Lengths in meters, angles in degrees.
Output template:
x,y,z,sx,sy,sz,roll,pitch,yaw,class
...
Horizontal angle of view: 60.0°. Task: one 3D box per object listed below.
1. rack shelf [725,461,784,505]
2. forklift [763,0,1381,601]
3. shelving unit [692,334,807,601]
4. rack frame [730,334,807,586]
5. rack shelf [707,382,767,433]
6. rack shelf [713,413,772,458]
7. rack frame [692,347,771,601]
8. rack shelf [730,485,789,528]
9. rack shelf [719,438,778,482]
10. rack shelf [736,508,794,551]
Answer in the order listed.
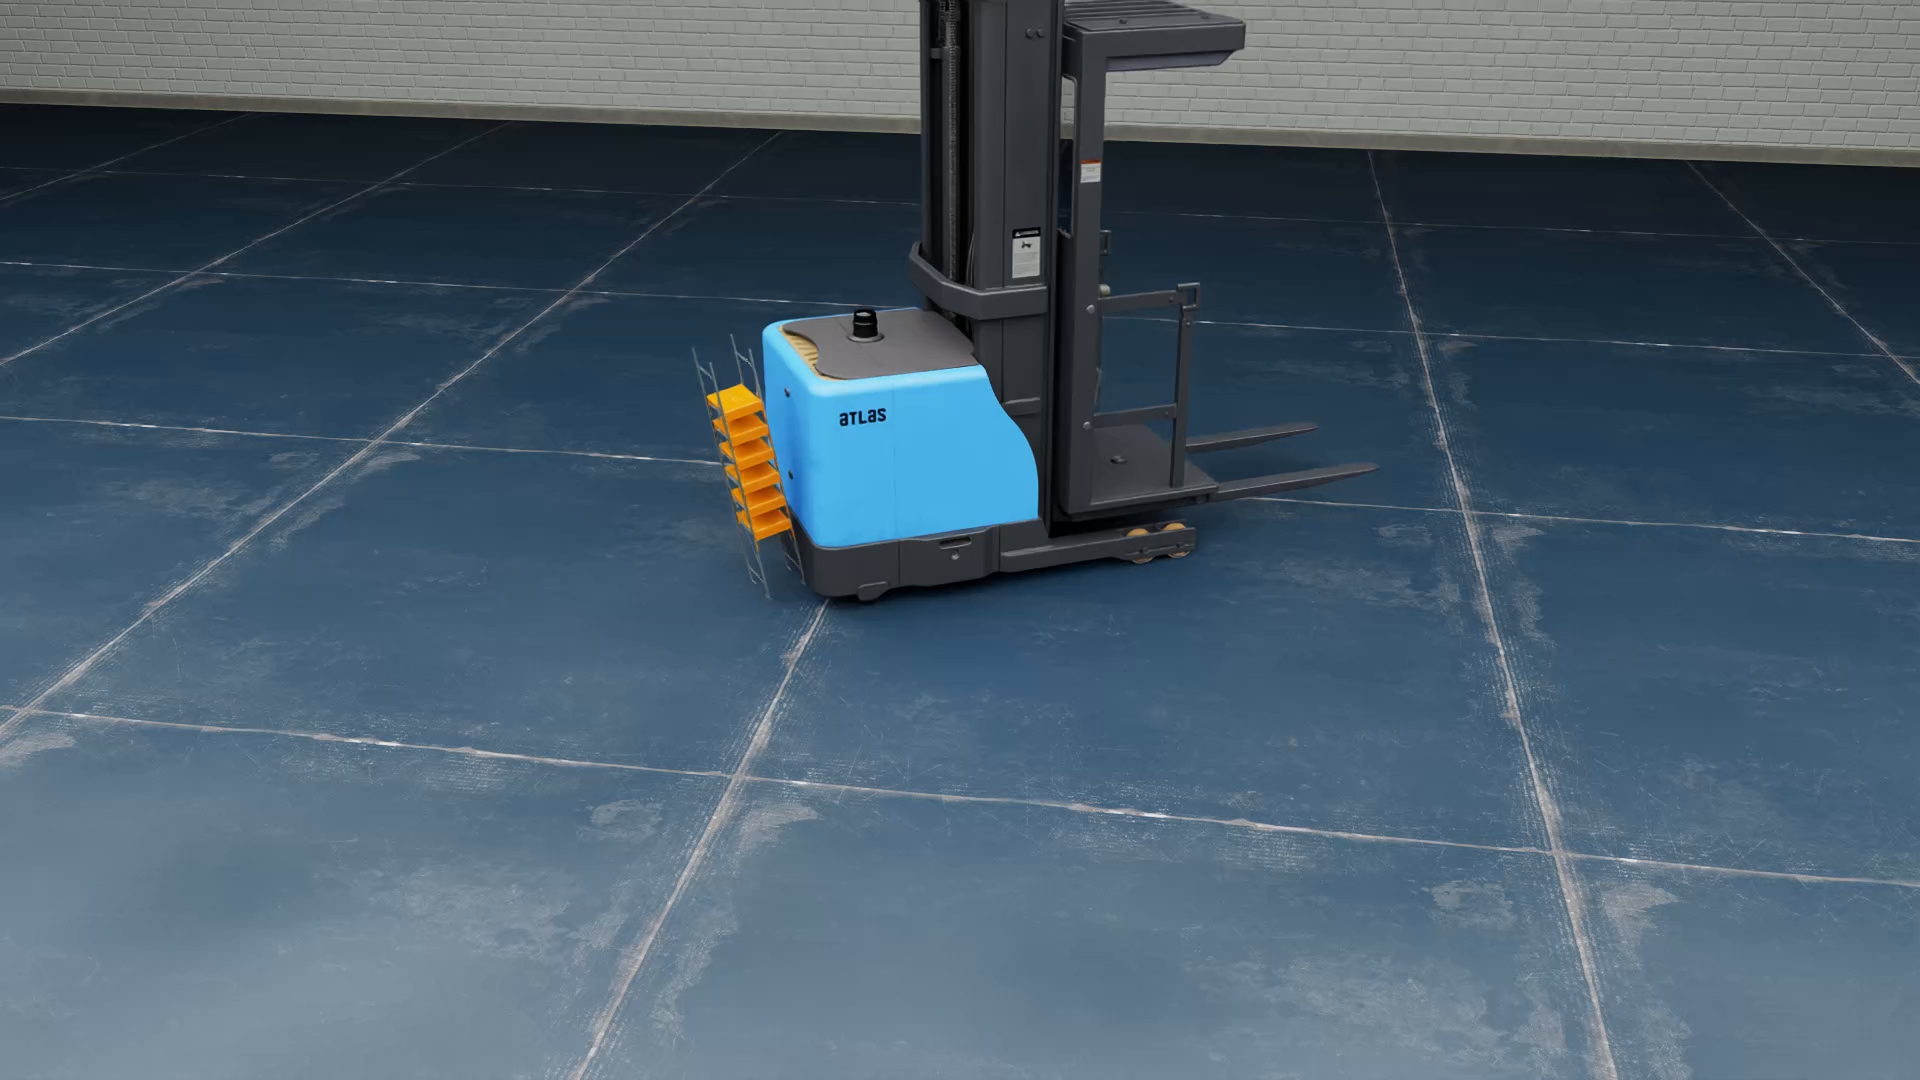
x,y,z,sx,sy,sz,roll,pitch,yaw,class
-0.934,-0.276,7.508,0.180,0.103,0.258,-22,31,-20,rack shelf
0.619,-1.415,7.816,3.031,2.935,1.130,-9,26,-18,forklift
-0.941,-0.314,7.486,0.189,1.200,0.258,-22,31,-20,shelving unit
-0.861,-0.346,7.517,0.006,1.200,0.240,-22,31,-20,rack frame
-0.990,-0.585,7.331,0.180,0.103,0.258,-22,31,-20,rack shelf
-0.971,-0.482,7.390,0.180,0.103,0.258,-22,31,-20,rack shelf
-1.021,-0.282,7.455,0.006,1.200,0.240,-22,31,-20,rack frame
-0.916,-0.173,7.567,0.180,0.103,0.258,-22,31,-20,rack shelf
-0.953,-0.379,7.449,0.180,0.103,0.258,-22,31,-20,rack shelf
-0.898,-0.070,7.625,0.180,0.103,0.258,-22,31,-20,rack shelf
